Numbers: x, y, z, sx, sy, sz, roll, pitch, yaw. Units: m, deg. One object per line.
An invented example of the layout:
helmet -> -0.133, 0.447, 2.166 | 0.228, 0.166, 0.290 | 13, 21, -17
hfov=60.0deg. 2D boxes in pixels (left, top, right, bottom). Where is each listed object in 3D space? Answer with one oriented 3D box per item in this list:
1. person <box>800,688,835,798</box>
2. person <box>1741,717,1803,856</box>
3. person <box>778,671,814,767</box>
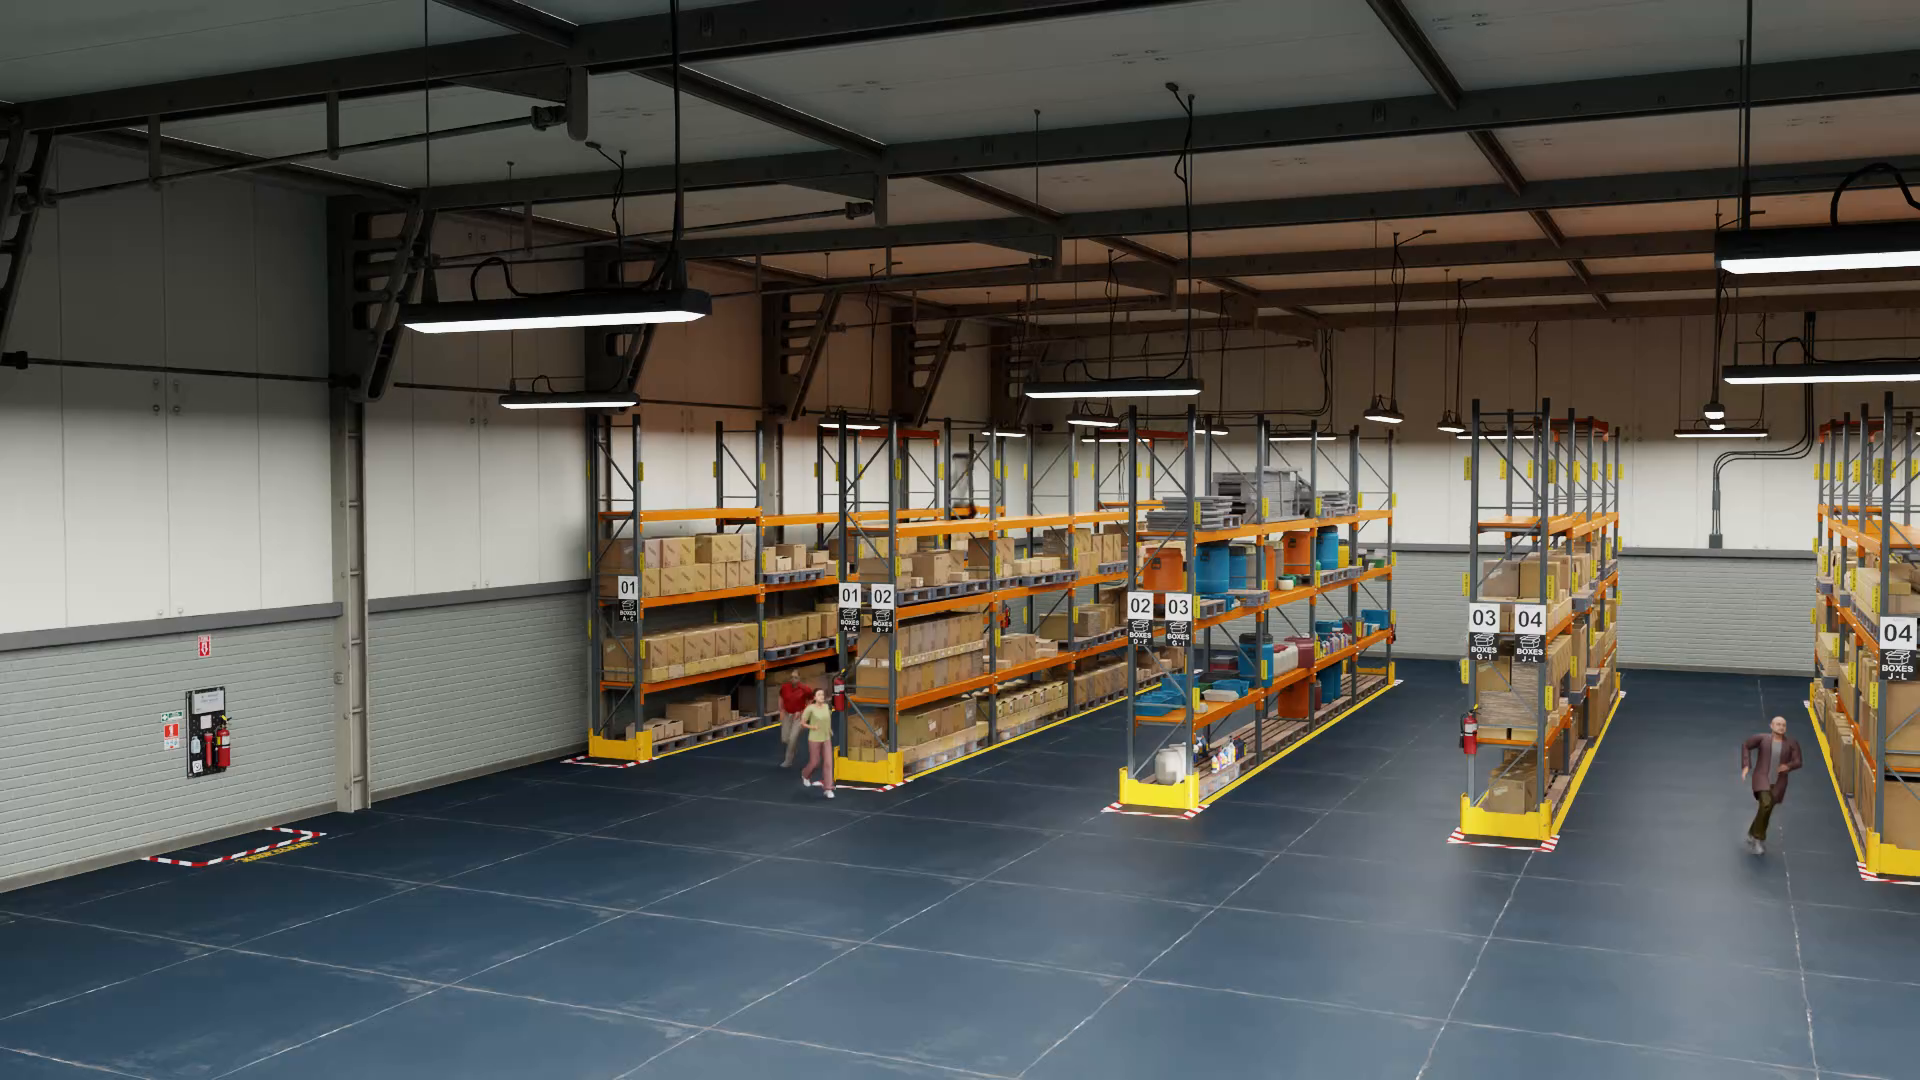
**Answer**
person -> -2.181, 3.100, 25.642 | 0.579, 1.657, 0.941 | -1, 3, -31
person -> 10.720, 3.214, 21.939 | 0.683, 1.767, 0.810 | 0, 2, 12
person -> -2.780, 3.033, 28.348 | 0.647, 1.668, 0.688 | 0, 2, 8
